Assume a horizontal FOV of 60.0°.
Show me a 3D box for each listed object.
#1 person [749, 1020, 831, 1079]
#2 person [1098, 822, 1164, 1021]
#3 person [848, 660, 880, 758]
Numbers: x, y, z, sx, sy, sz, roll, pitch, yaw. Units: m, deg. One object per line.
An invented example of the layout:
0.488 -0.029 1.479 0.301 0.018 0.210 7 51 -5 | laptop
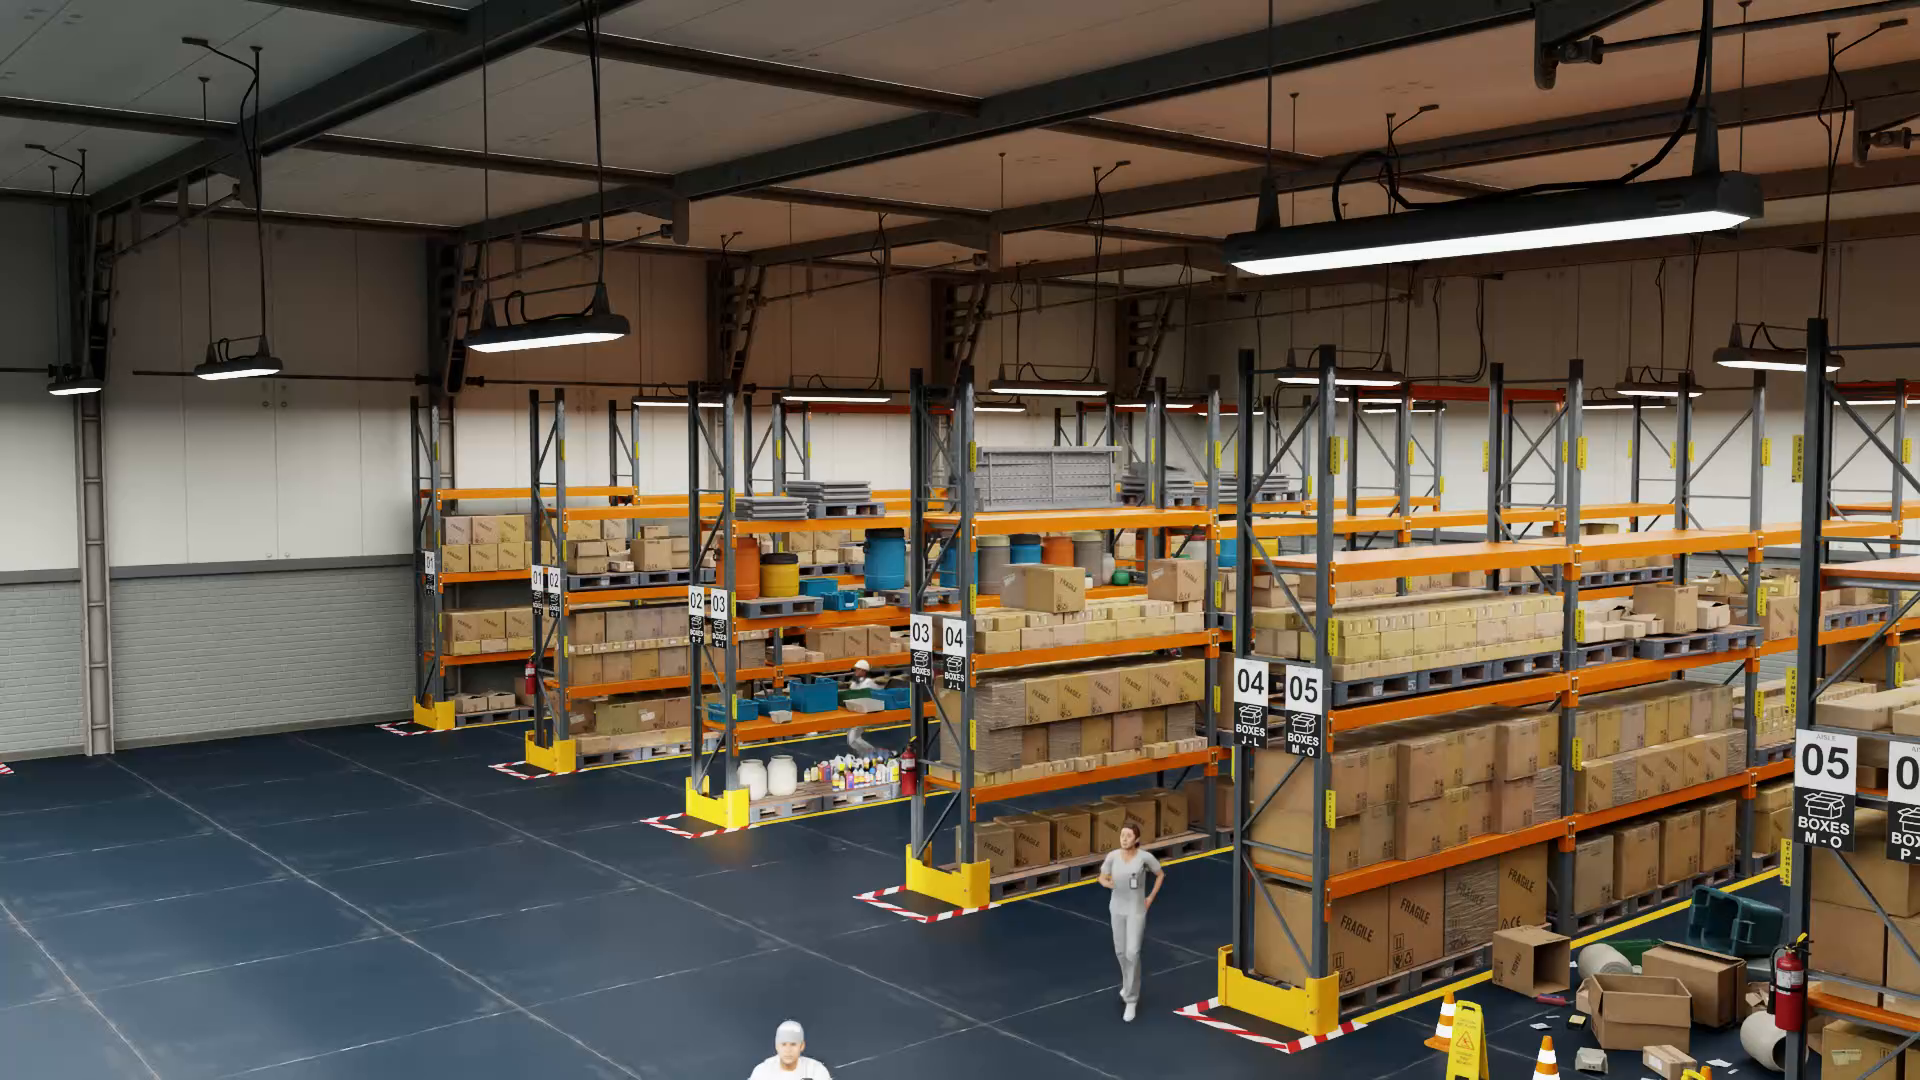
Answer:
-1.045 3.759 10.234 0.608 1.641 0.652 0 3 0 | person
1.537 3.431 15.169 0.566 1.734 0.719 2 4 27 | person
-1.592 2.754 26.081 0.592 1.732 0.645 -3 4 -40 | person
